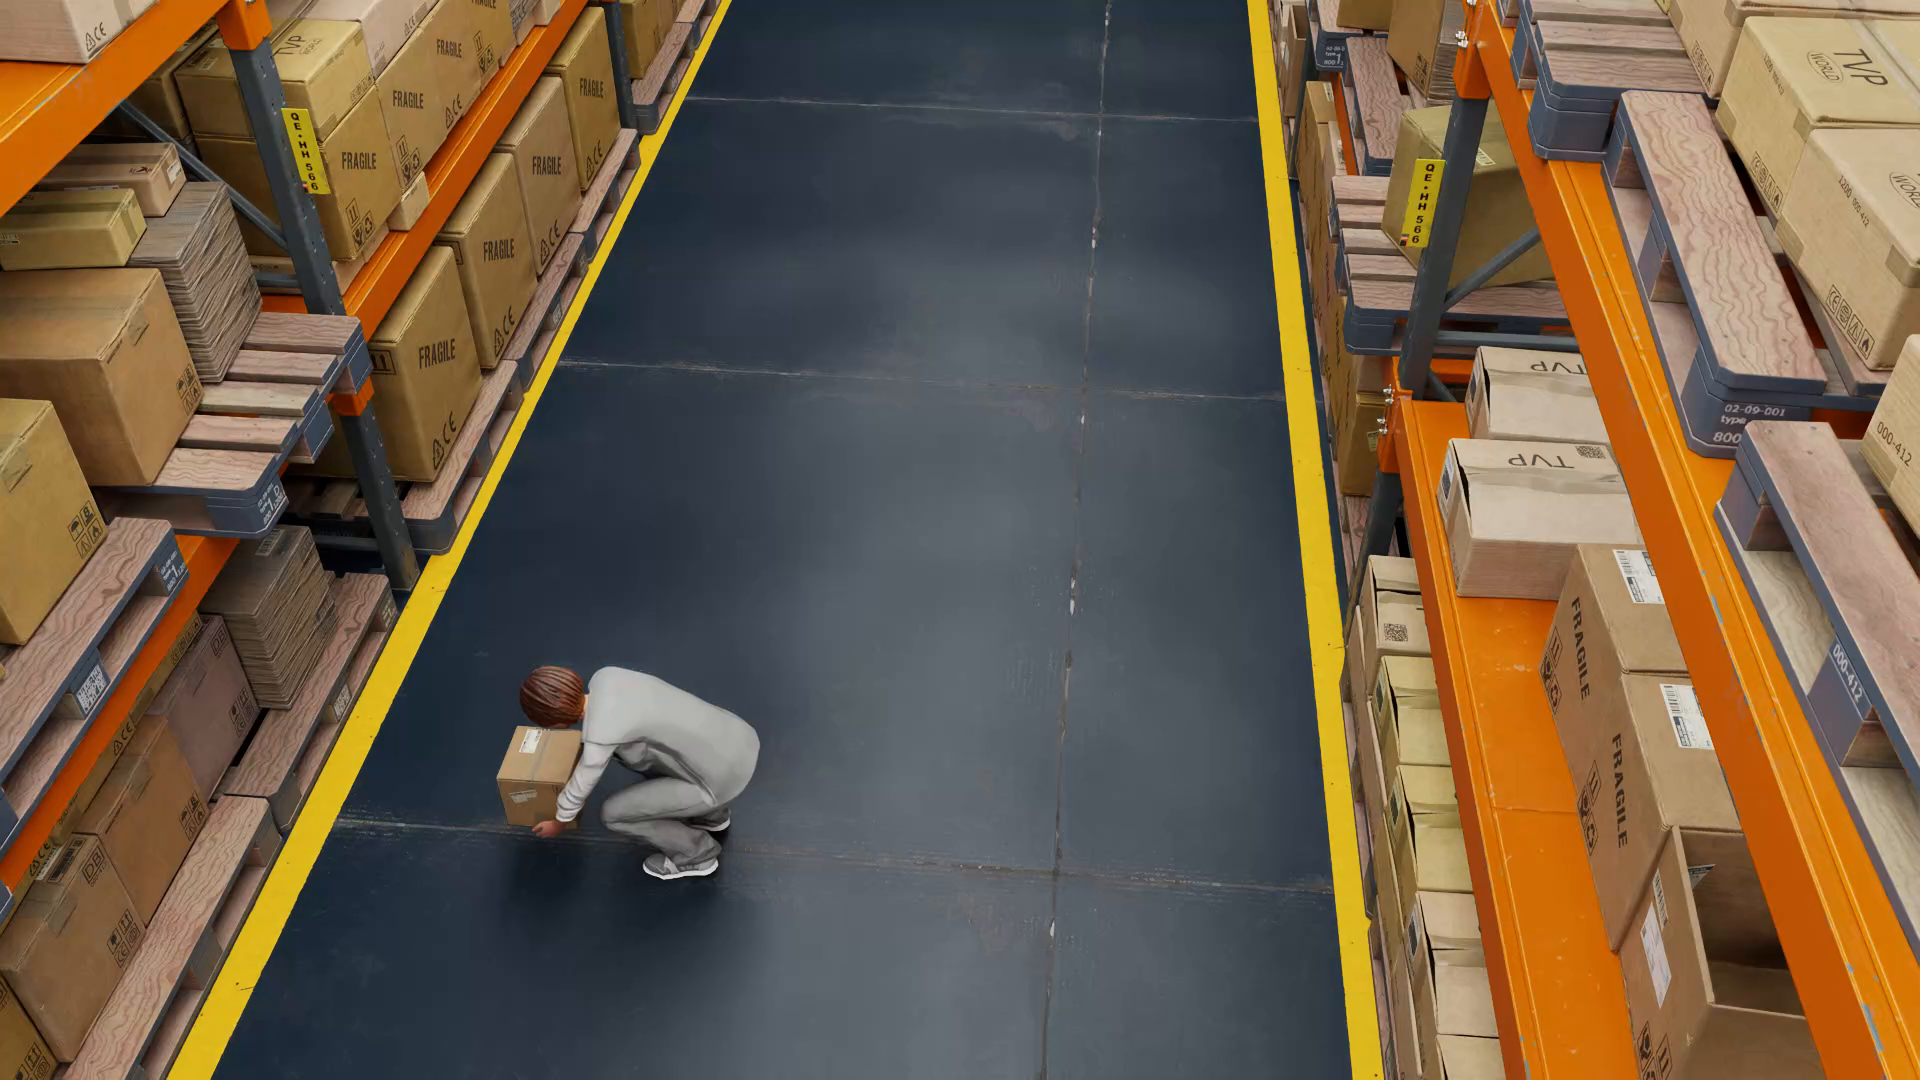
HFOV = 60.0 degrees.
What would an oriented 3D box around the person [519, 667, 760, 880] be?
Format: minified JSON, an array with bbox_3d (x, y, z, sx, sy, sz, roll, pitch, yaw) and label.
[{"bbox_3d":[-1.106,0.786,5.790,0.811,0.897,0.444,3,41,4],"label":"person"}]
